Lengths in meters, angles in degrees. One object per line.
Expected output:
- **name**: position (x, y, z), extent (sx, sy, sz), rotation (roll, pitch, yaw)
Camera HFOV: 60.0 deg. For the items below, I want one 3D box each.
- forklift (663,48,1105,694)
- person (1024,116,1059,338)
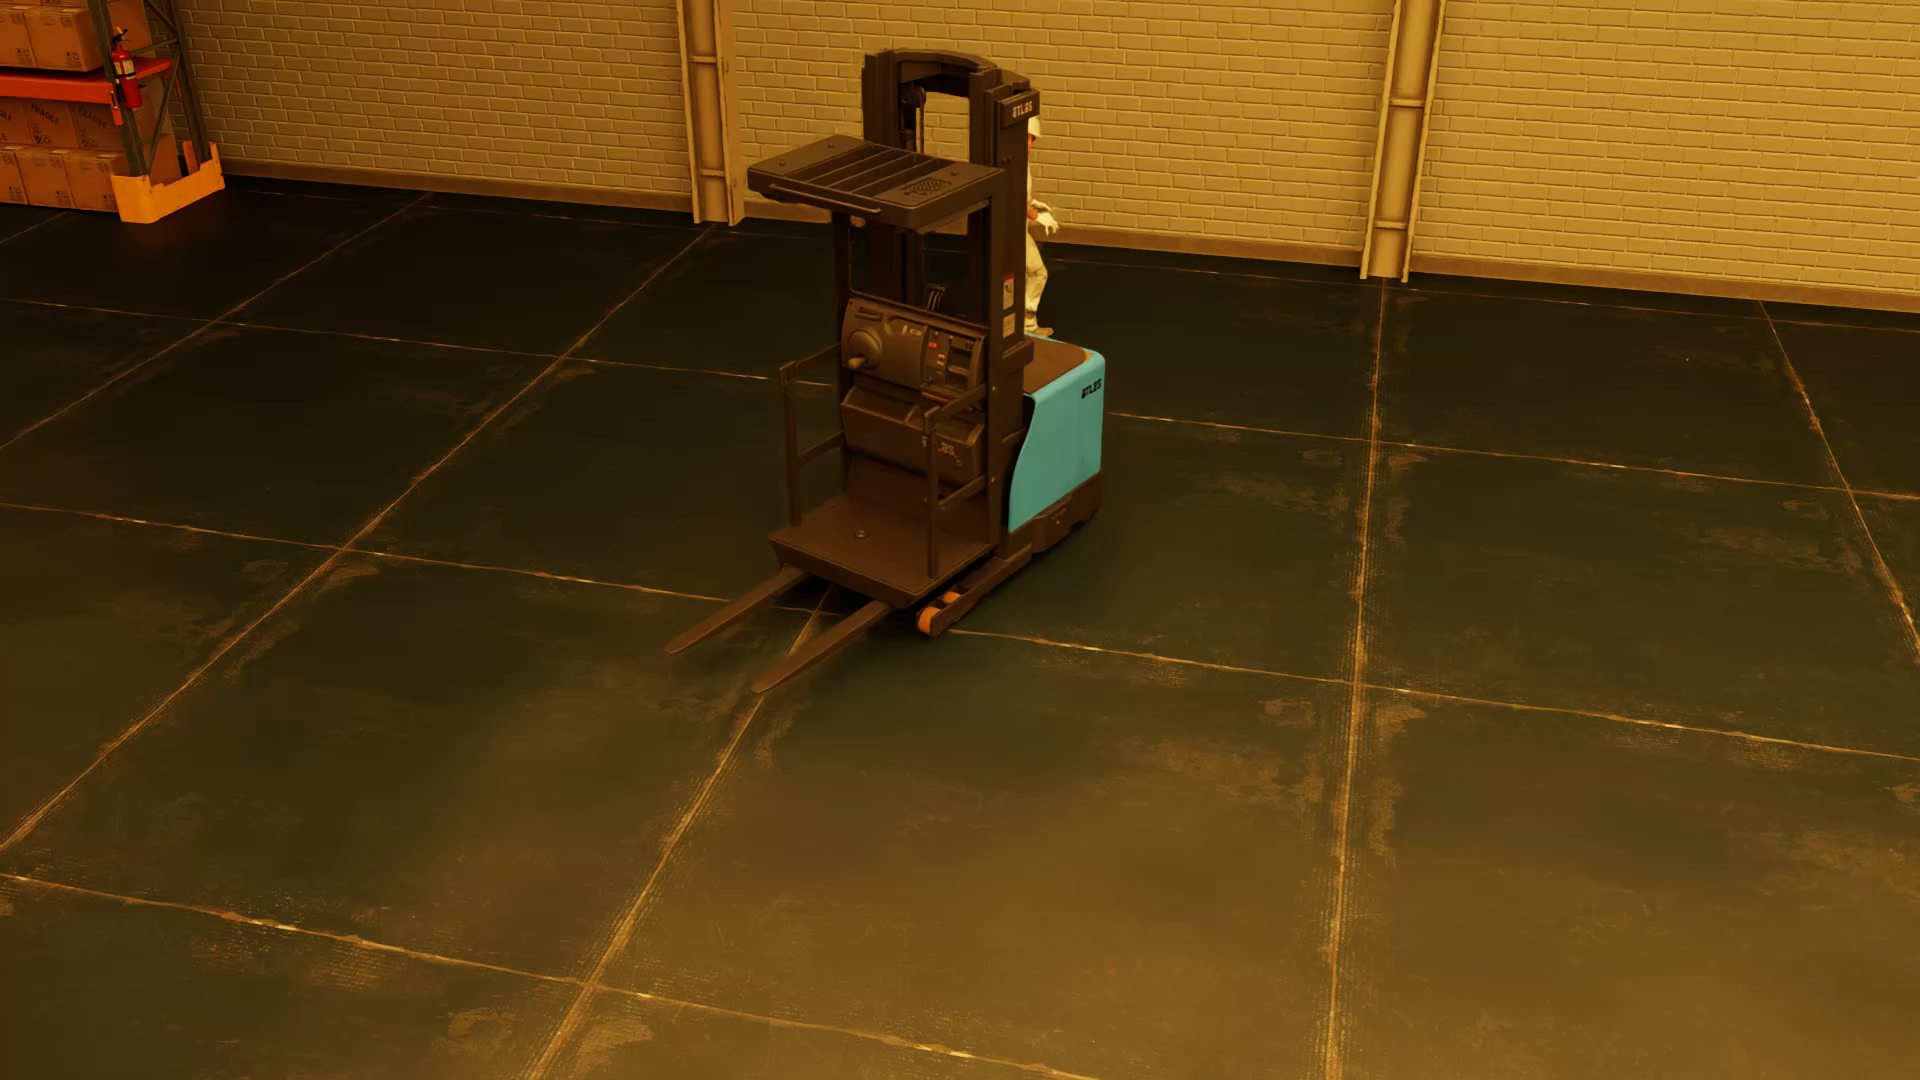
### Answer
- **forklift**: position (-0.389, -1.012, 8.957), extent (1.130, 2.935, 3.031), rotation (20, 35, 31)
- **person**: position (0.480, -2.356, 12.589), extent (0.576, 1.727, 0.776), rotation (-4, 30, -7)
